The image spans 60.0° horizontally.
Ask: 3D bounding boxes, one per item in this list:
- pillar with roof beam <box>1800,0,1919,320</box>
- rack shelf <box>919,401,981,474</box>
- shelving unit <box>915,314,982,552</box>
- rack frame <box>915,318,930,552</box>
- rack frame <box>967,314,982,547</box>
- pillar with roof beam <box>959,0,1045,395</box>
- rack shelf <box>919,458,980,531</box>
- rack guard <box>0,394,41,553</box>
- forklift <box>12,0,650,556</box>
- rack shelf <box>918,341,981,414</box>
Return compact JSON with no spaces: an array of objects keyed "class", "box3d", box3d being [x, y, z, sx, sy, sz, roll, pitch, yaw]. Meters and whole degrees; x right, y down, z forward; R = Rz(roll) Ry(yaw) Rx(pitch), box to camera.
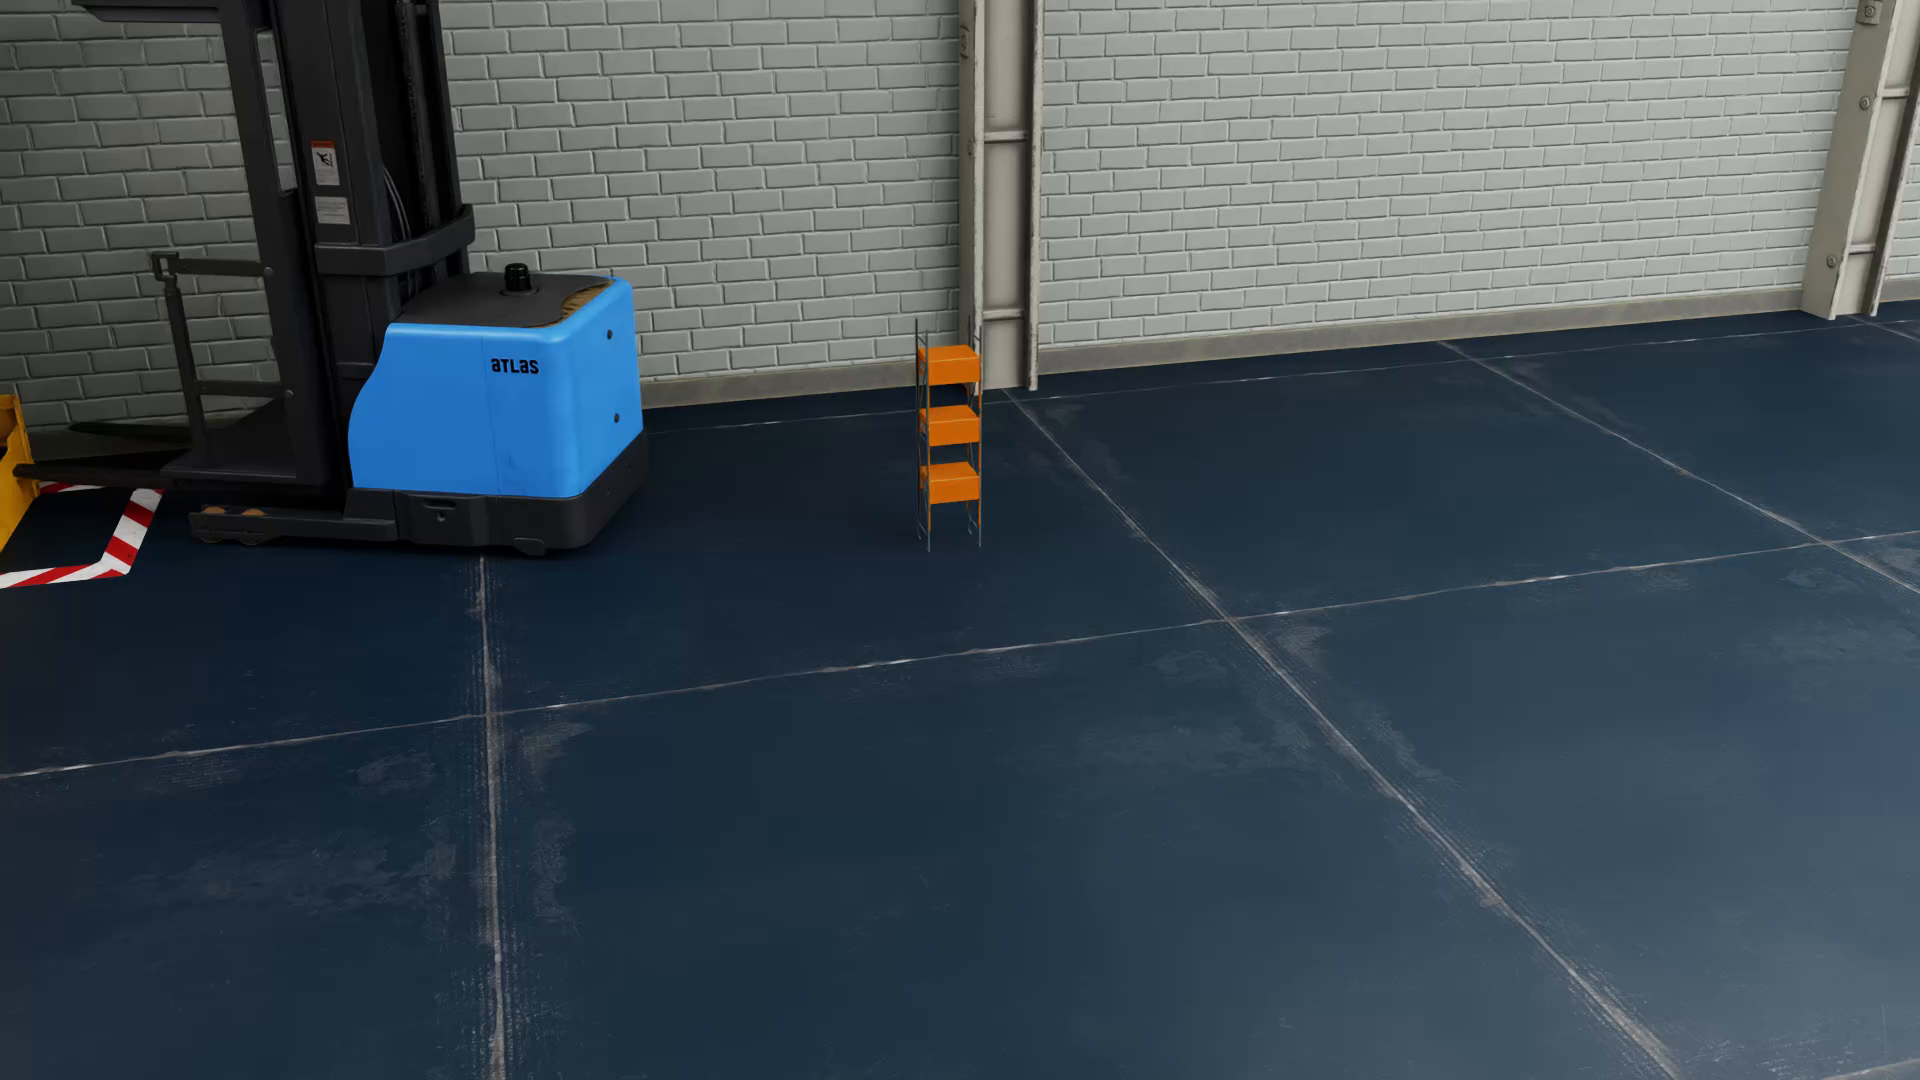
[{"class":"pillar with roof beam","box3d":[7.166,-4.064,5.809,0.400,9.000,9.100,-6,24,-14]},{"class":"rack shelf","box3d":[-0.052,-0.467,7.534,0.240,0.259,0.215,-6,24,-14]},{"class":"shelving unit","box3d":[-0.052,-0.477,7.530,0.252,1.050,0.215,-6,24,-14]},{"class":"rack frame","box3d":[-0.169,-0.464,7.499,0.008,1.050,0.200,-6,24,-14]},{"class":"rack frame","box3d":[0.066,-0.490,7.560,0.008,1.050,0.200,-6,24,-14]},{"class":"pillar with roof beam","box3d":[1.389,-3.425,4.319,0.400,9.000,9.100,-6,24,-14]},{"class":"rack shelf","box3d":[-0.052,-0.212,7.643,0.240,0.259,0.215,-6,24,-14]},{"class":"rack guard","box3d":[-4.614,-0.249,7.696,0.348,0.500,1.175,-6,24,-14]},{"class":"forklift","box3d":[-3.115,-1.523,7.582,3.031,2.935,1.130,3,23,7]},{"class":"rack shelf","box3d":[-0.052,-0.728,7.422,0.240,0.259,0.215,-6,24,-14]}]
